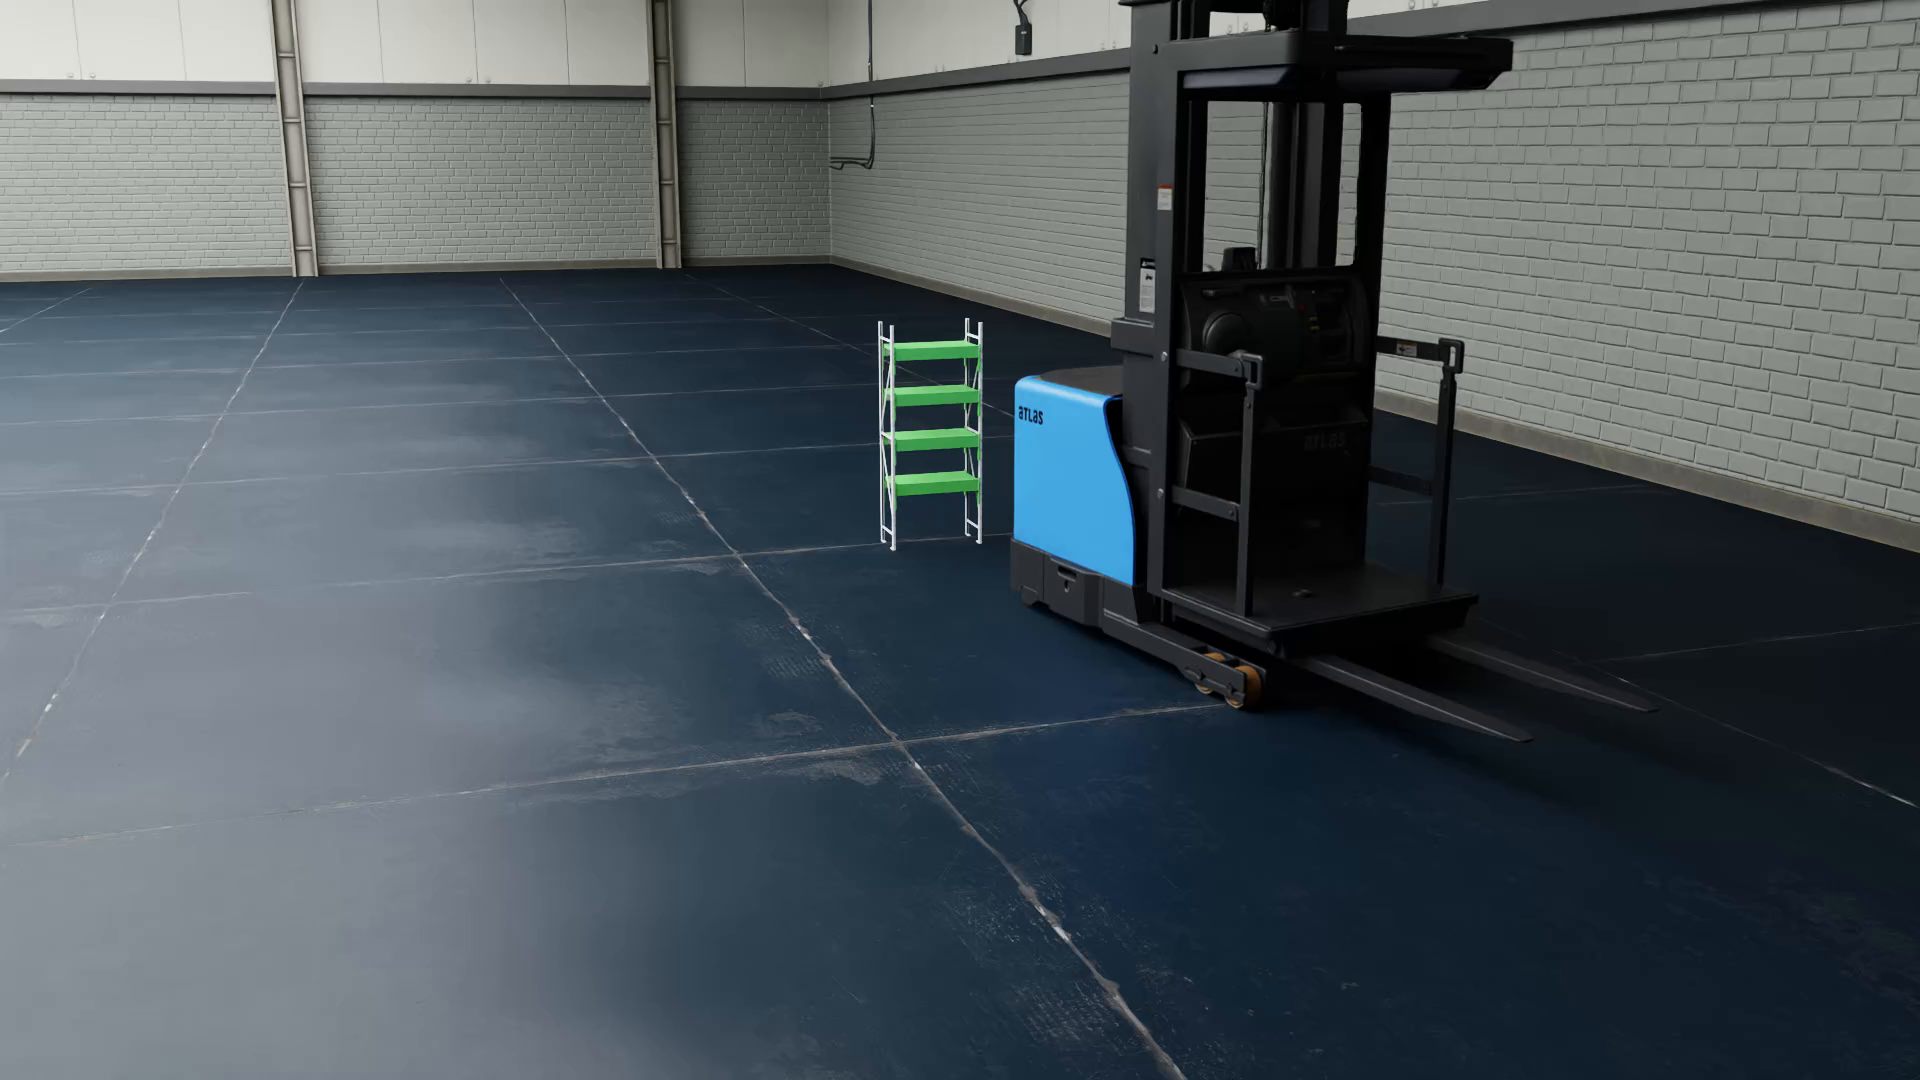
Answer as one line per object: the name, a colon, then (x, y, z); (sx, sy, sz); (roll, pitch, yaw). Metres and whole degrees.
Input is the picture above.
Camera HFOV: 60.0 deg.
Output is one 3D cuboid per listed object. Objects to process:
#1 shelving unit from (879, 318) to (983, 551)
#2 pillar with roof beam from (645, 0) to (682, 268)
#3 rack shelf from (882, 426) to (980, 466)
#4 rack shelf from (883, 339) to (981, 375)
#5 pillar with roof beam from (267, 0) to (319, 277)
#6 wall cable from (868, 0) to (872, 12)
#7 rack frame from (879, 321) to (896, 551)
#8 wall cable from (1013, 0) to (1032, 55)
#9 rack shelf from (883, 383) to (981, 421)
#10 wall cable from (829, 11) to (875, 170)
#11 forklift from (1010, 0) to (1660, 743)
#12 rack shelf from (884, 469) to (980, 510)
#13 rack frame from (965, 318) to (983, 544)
shelving unit: (-0.157, -0.571, 8.953); (0.503, 1.200, 0.258); (-4, 14, -18)
pillar with roof beam: (-3.769, -8.252, 24.389); (0.400, 9.000, 9.100); (-4, 14, -18)
rack shelf: (-0.157, -0.509, 8.967); (0.480, 0.148, 0.258); (-4, 14, -18)
rack shelf: (-0.157, -0.976, 8.856); (0.480, 0.148, 0.258); (-4, 14, -18)
pillar with roof beam: (-9.455, -7.809, 22.528); (0.400, 9.000, 9.100); (-4, 14, -18)
wall cable: (-1.065, -9.477, 25.334); (0.112, 2.526, 3.097); (-4, 14, -18)
rack frame: (-0.388, -0.553, 8.877); (0.015, 1.200, 0.240); (-4, 14, -18)
wall cable: (1.085, -8.695, 18.902); (0.169, 6.003, 2.305); (-4, 14, -18)
rack shelf: (-0.157, -0.743, 8.912); (0.480, 0.148, 0.258); (-4, 14, -18)
wall cable: (-1.928, -7.613, 28.413); (0.112, 2.526, 3.097); (-4, 14, -18)
forklift: (1.391, -0.896, 6.574); (1.130, 2.935, 3.031); (-7, 15, -28)
rack shelf: (-0.157, -0.276, 9.023); (0.480, 0.148, 0.258); (-4, 14, -18)
rack frame: (0.074, -0.590, 9.028); (0.015, 1.200, 0.240); (-4, 14, -18)
